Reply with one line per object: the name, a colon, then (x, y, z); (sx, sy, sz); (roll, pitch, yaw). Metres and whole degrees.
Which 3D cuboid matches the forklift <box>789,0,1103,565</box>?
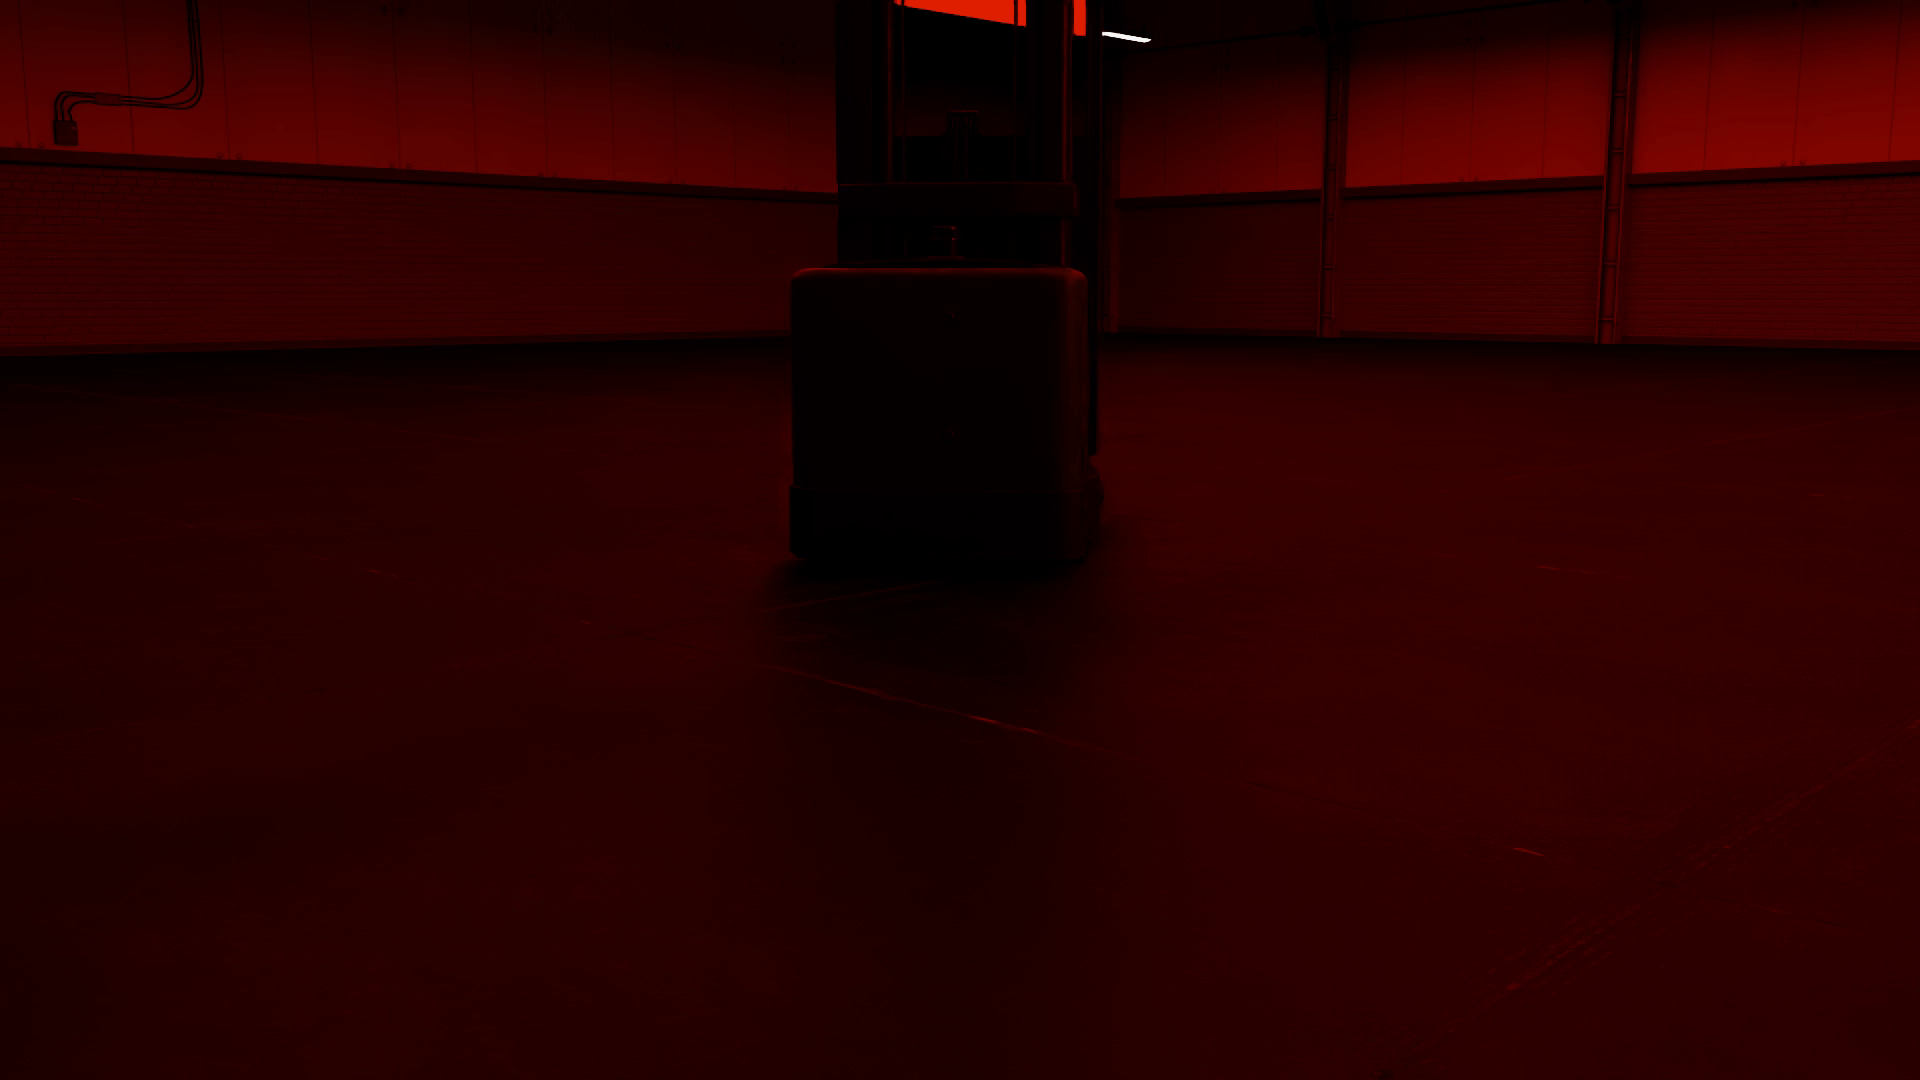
forklift: (0.061, -1.540, 7.100); (1.130, 2.935, 3.031); (1, 9, 6)
